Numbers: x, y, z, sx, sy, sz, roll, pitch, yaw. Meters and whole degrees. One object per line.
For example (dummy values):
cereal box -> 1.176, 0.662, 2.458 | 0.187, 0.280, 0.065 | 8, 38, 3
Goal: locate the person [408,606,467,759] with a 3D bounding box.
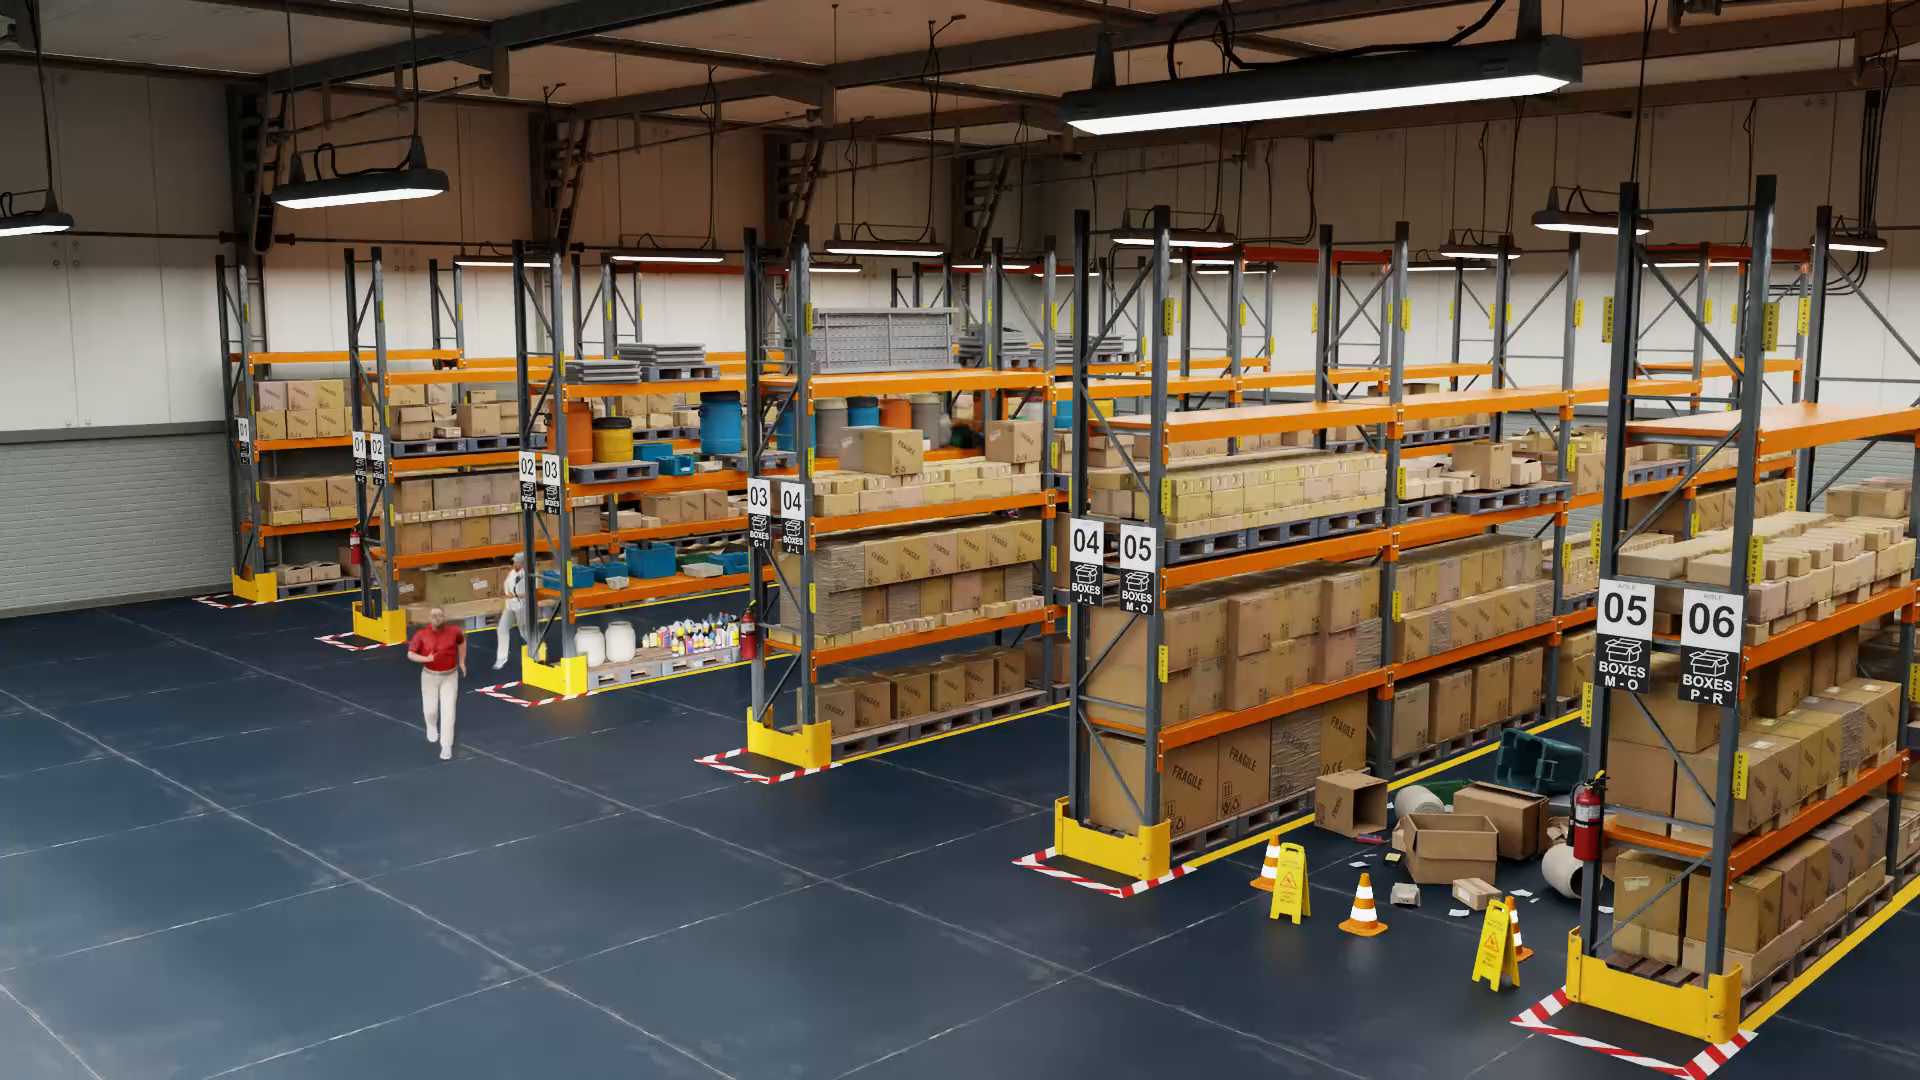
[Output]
person -> -6.006, 1.593, 19.170 | 0.664, 1.709, 0.944 | -3, 9, -21

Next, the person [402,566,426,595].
person -> -9.279, 0.348, 28.006 | 0.668, 1.850, 0.748 | 7, 11, 42

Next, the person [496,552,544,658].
person -> -6.251, 0.927, 23.813 | 0.620, 1.545, 0.689 | 6, 10, 36
